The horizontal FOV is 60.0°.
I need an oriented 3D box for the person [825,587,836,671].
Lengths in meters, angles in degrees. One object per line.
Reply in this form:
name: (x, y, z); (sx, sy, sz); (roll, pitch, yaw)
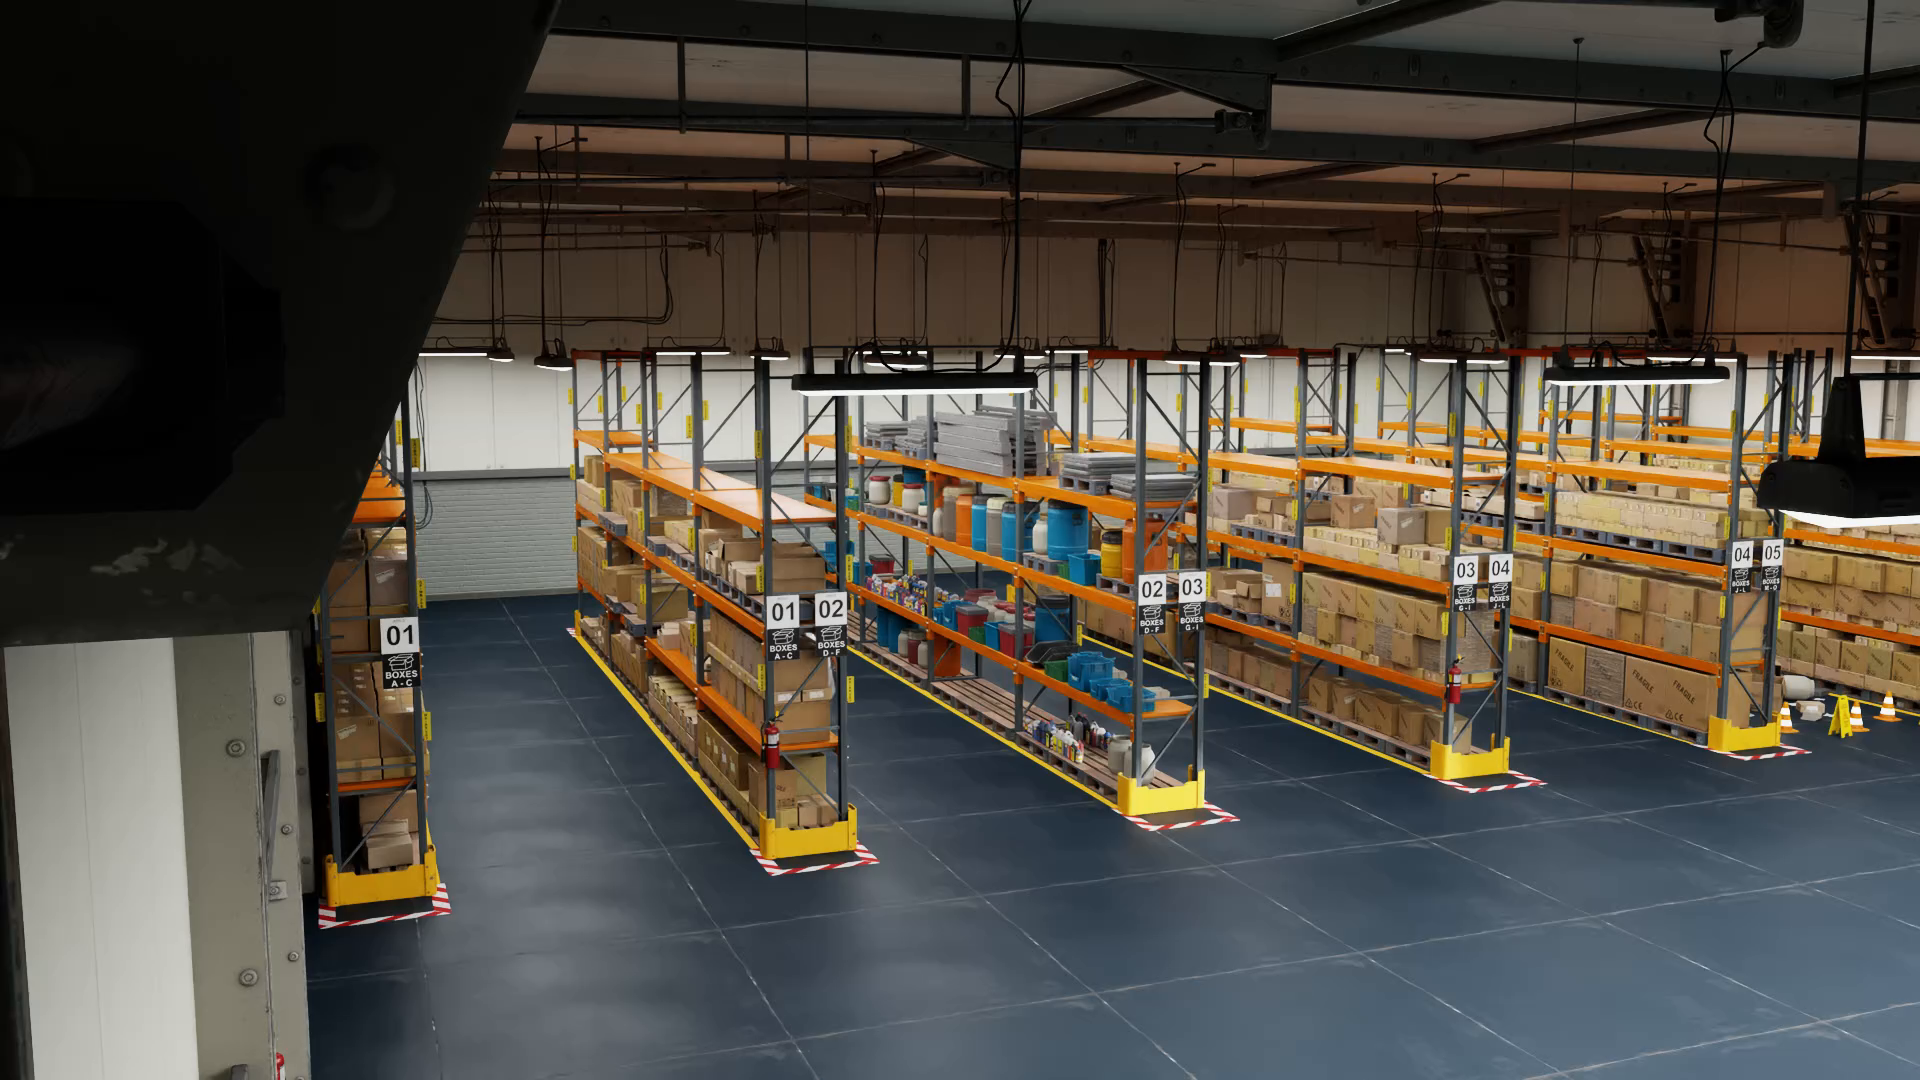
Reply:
person: (-2.390, 1.621, 30.449); (0.571, 1.606, 0.743); (-1, 7, -8)

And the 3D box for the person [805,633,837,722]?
person: (-2.130, 1.999, 26.363); (0.753, 1.620, 0.597); (7, 10, 42)
